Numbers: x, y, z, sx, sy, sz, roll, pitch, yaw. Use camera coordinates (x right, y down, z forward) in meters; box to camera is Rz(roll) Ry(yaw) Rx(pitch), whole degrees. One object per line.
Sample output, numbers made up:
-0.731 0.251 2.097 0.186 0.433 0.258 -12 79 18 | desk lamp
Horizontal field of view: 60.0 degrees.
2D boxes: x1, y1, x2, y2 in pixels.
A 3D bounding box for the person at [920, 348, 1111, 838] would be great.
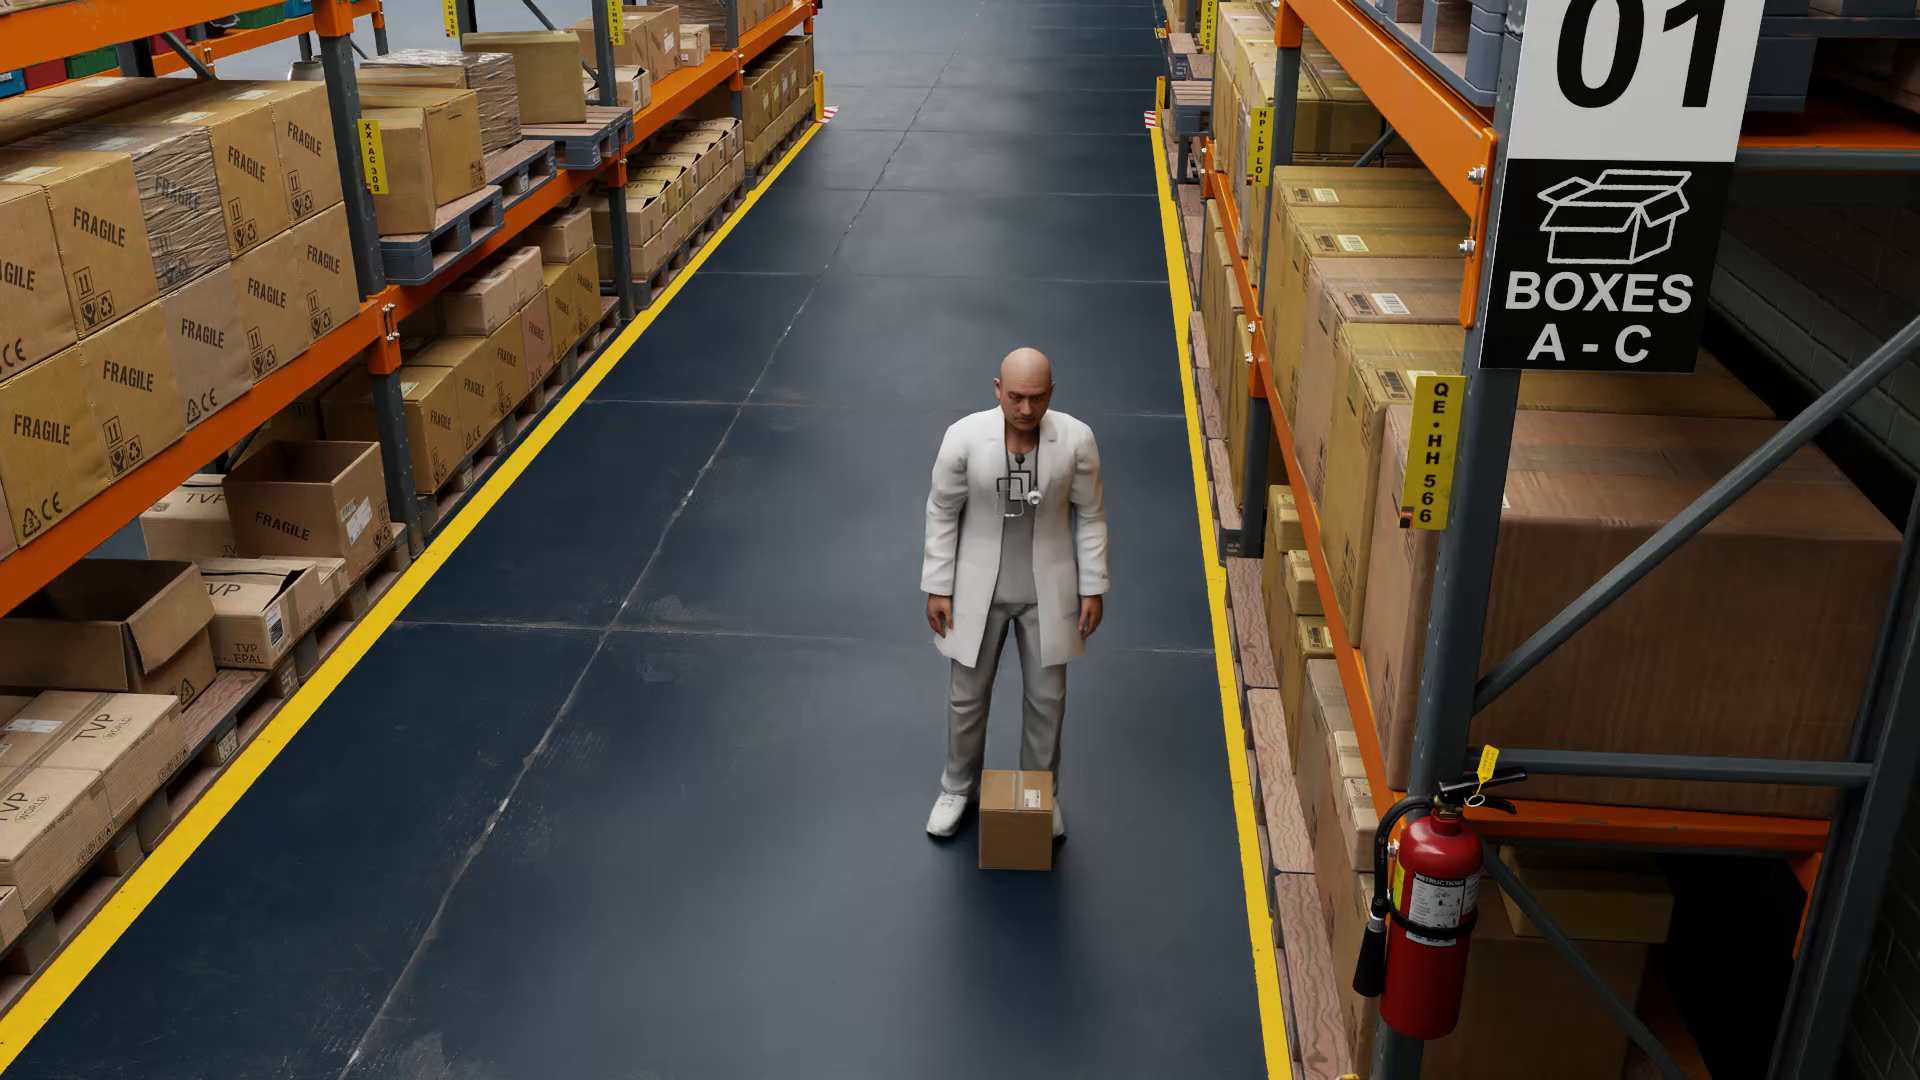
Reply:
0.191 0.184 5.712 0.654 1.774 0.426 0 24 0 | person
